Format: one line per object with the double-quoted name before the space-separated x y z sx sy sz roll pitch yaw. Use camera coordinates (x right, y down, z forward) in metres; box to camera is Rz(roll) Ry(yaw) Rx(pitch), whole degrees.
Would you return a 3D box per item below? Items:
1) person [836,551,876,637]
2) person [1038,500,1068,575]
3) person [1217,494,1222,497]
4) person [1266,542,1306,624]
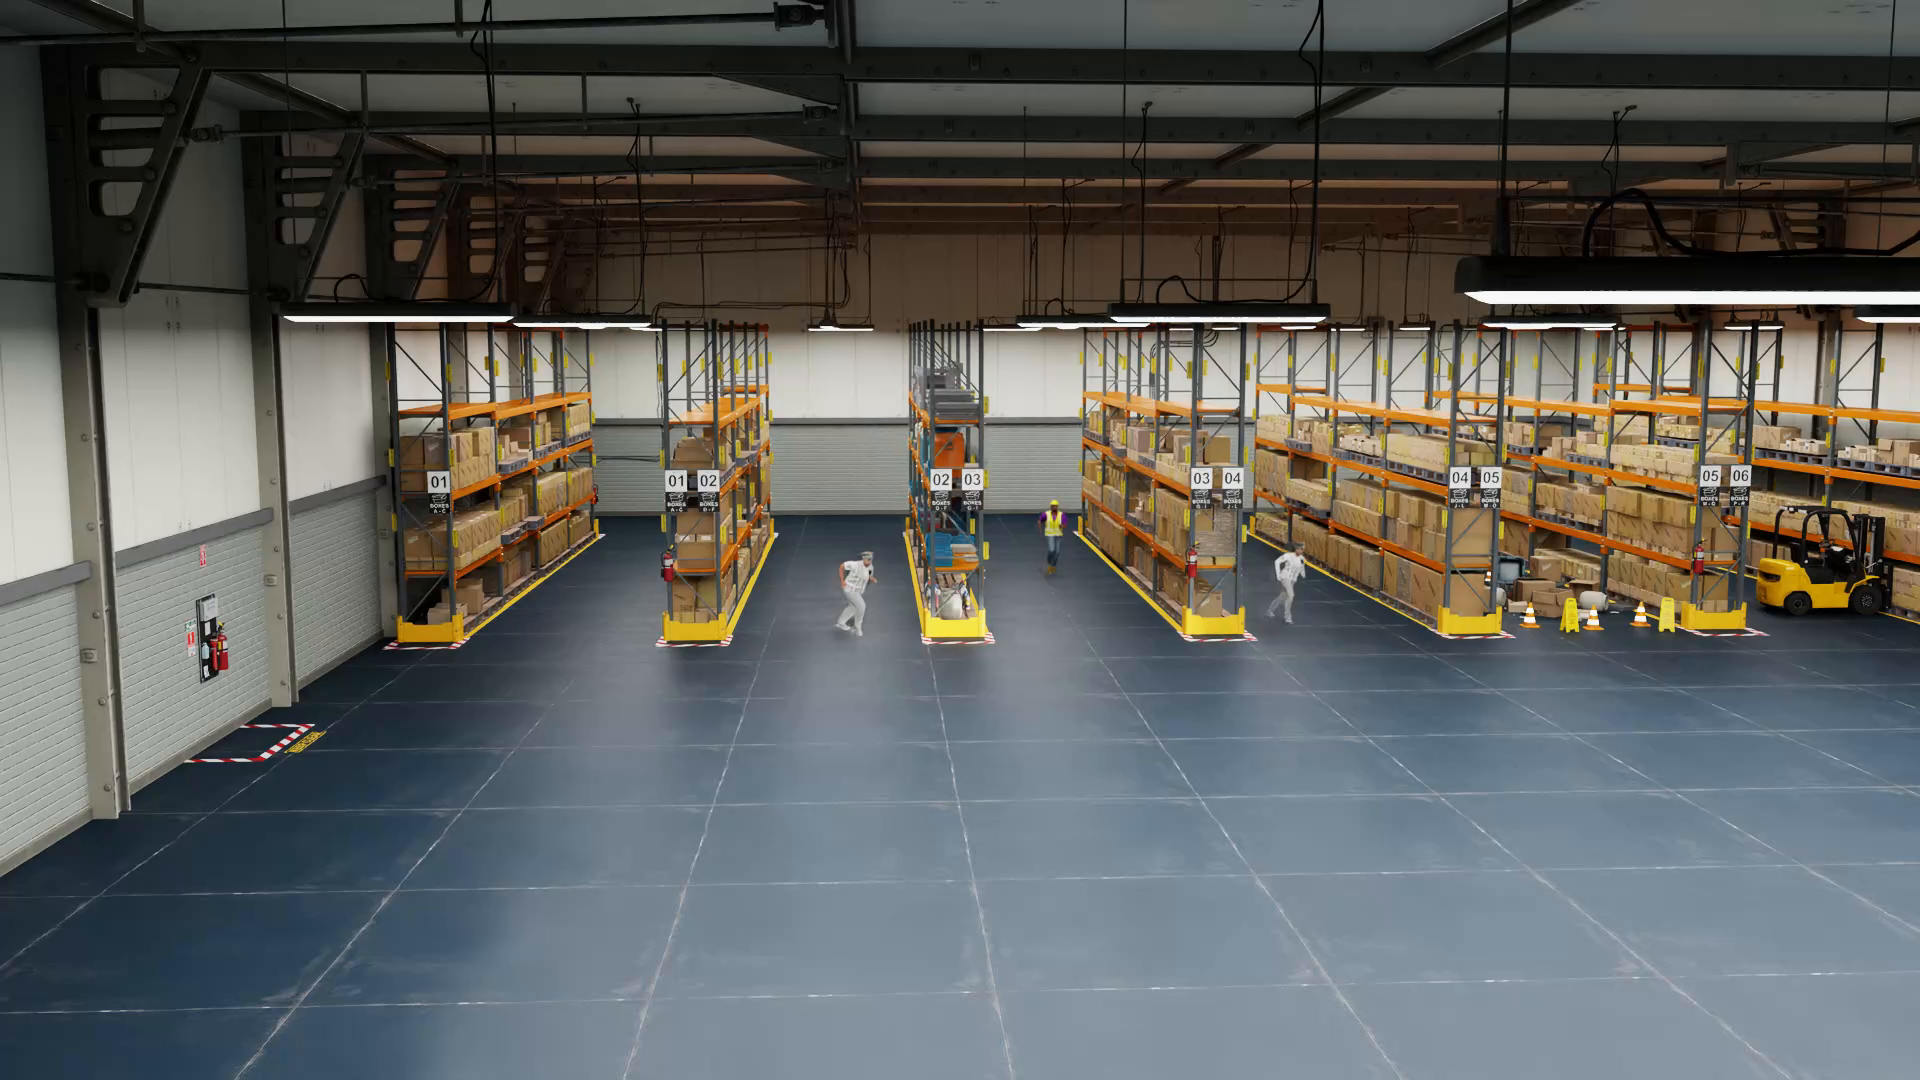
"person" -2.024 1.034 31.688 1.020 1.702 0.704 6 9 39
"person" 2.247 -0.064 39.832 0.664 1.786 0.722 -1 7 -10
"person" 7.399 -0.996 47.980 0.655 1.704 0.667 3 8 20
"person" 6.574 0.820 33.302 0.594 1.602 0.851 -5 8 -34
